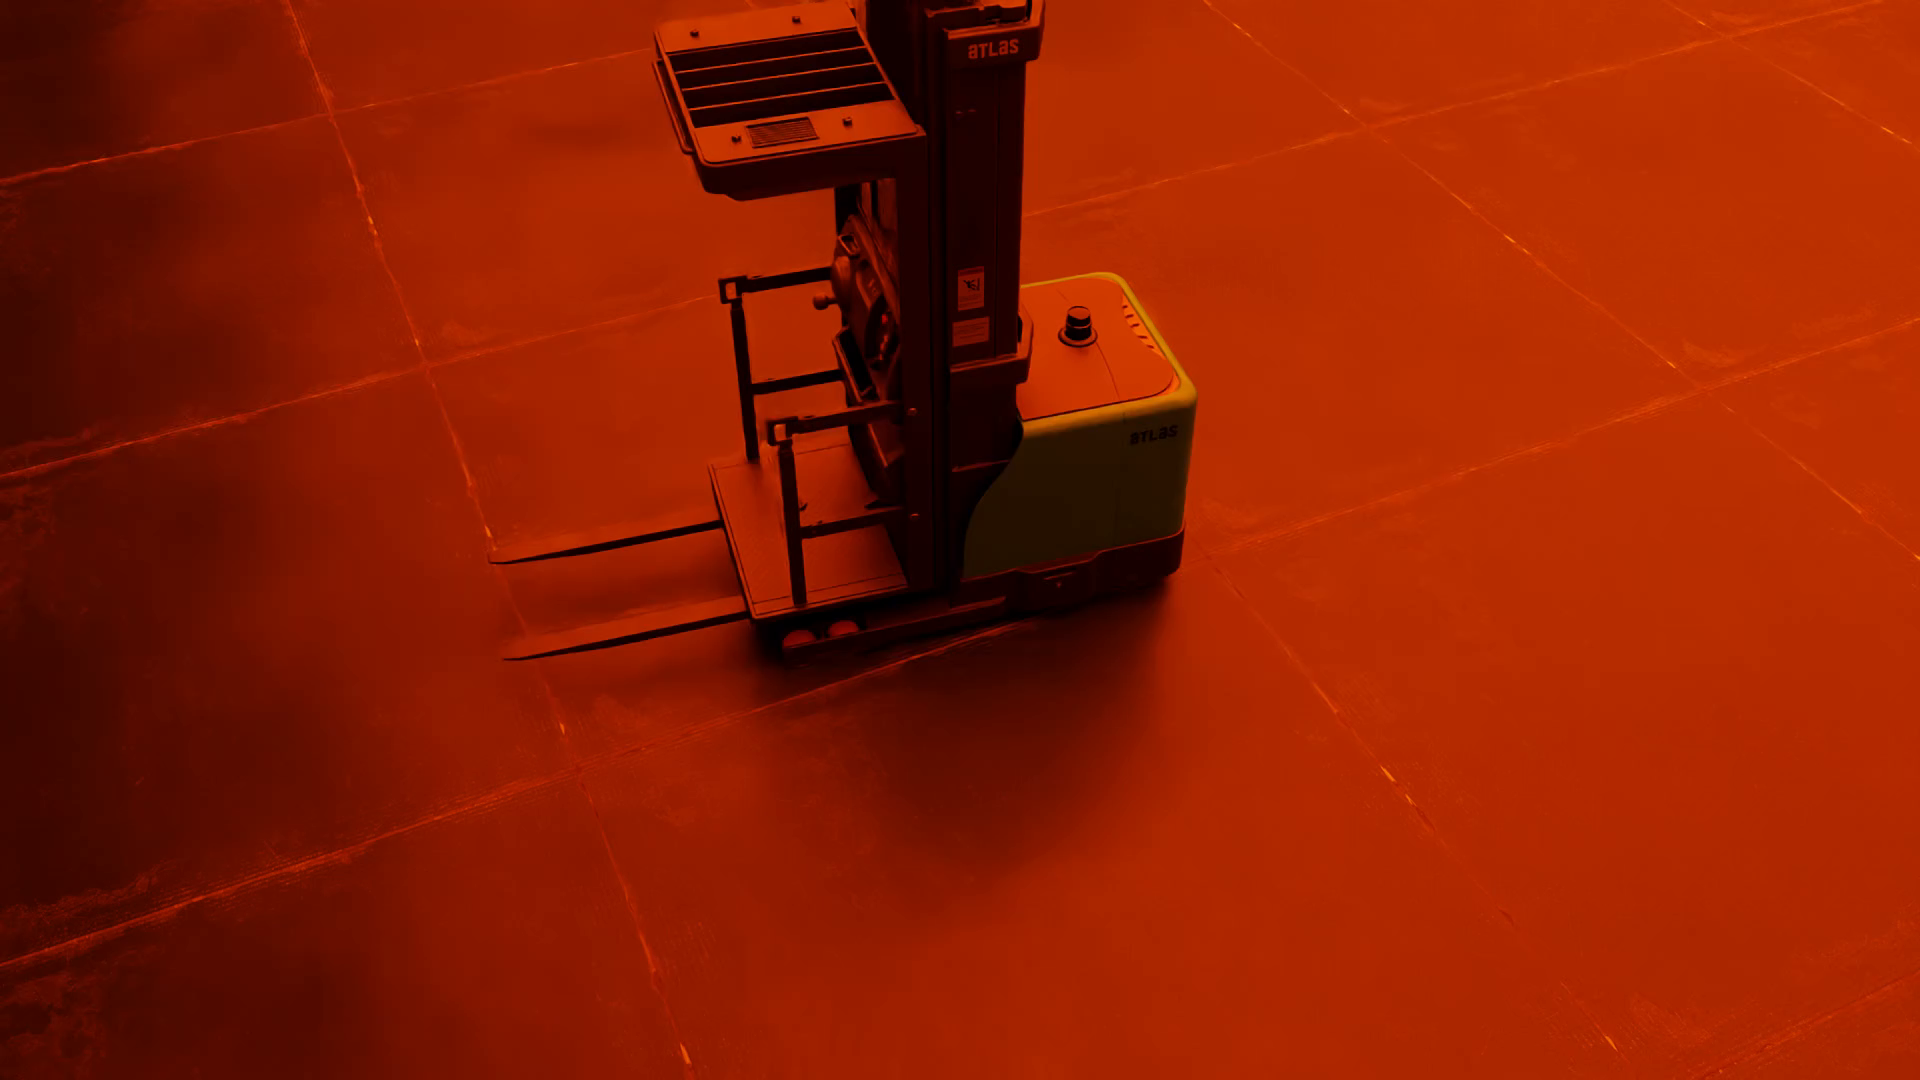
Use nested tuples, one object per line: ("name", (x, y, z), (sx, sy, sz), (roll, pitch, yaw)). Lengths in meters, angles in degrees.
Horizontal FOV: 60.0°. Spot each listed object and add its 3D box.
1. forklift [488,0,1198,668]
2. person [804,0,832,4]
("forklift", (-0.565, -0.924, 6.670), (3.031, 2.935, 1.130), (-12, 44, -12))
("person", (-0.565, -3.754, 10.703), (1.193, 1.639, 0.512), (-22, 47, -22))
